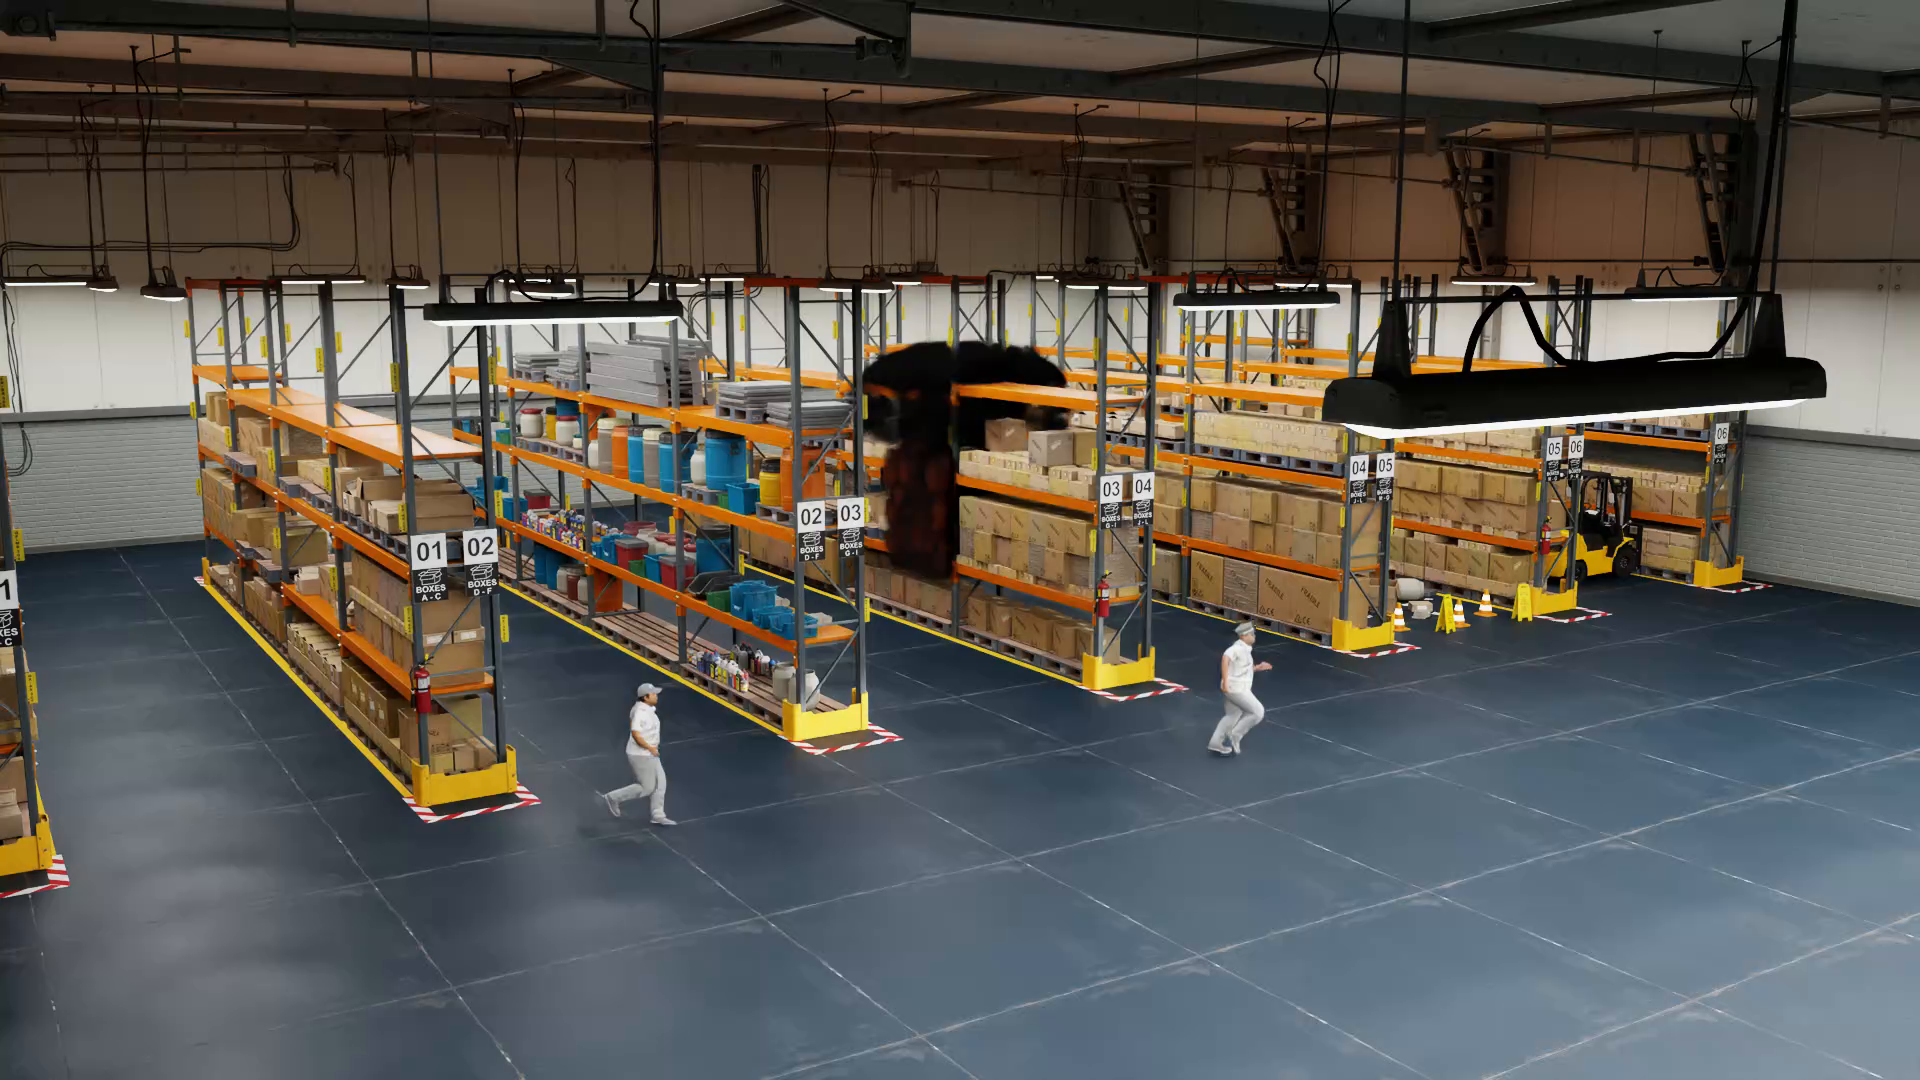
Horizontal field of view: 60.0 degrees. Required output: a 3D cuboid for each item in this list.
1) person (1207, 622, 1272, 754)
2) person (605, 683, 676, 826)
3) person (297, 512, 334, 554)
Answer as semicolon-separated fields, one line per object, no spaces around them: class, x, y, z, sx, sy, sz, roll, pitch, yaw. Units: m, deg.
person;3.600;1.906;21.342;0.791;1.733;0.699;1;10;7
person;-3.618;2.428;18.764;0.789;1.654;0.630;-1;10;-8
person;-13.203;-0.216;34.170;0.707;1.804;0.761;3;10;16
